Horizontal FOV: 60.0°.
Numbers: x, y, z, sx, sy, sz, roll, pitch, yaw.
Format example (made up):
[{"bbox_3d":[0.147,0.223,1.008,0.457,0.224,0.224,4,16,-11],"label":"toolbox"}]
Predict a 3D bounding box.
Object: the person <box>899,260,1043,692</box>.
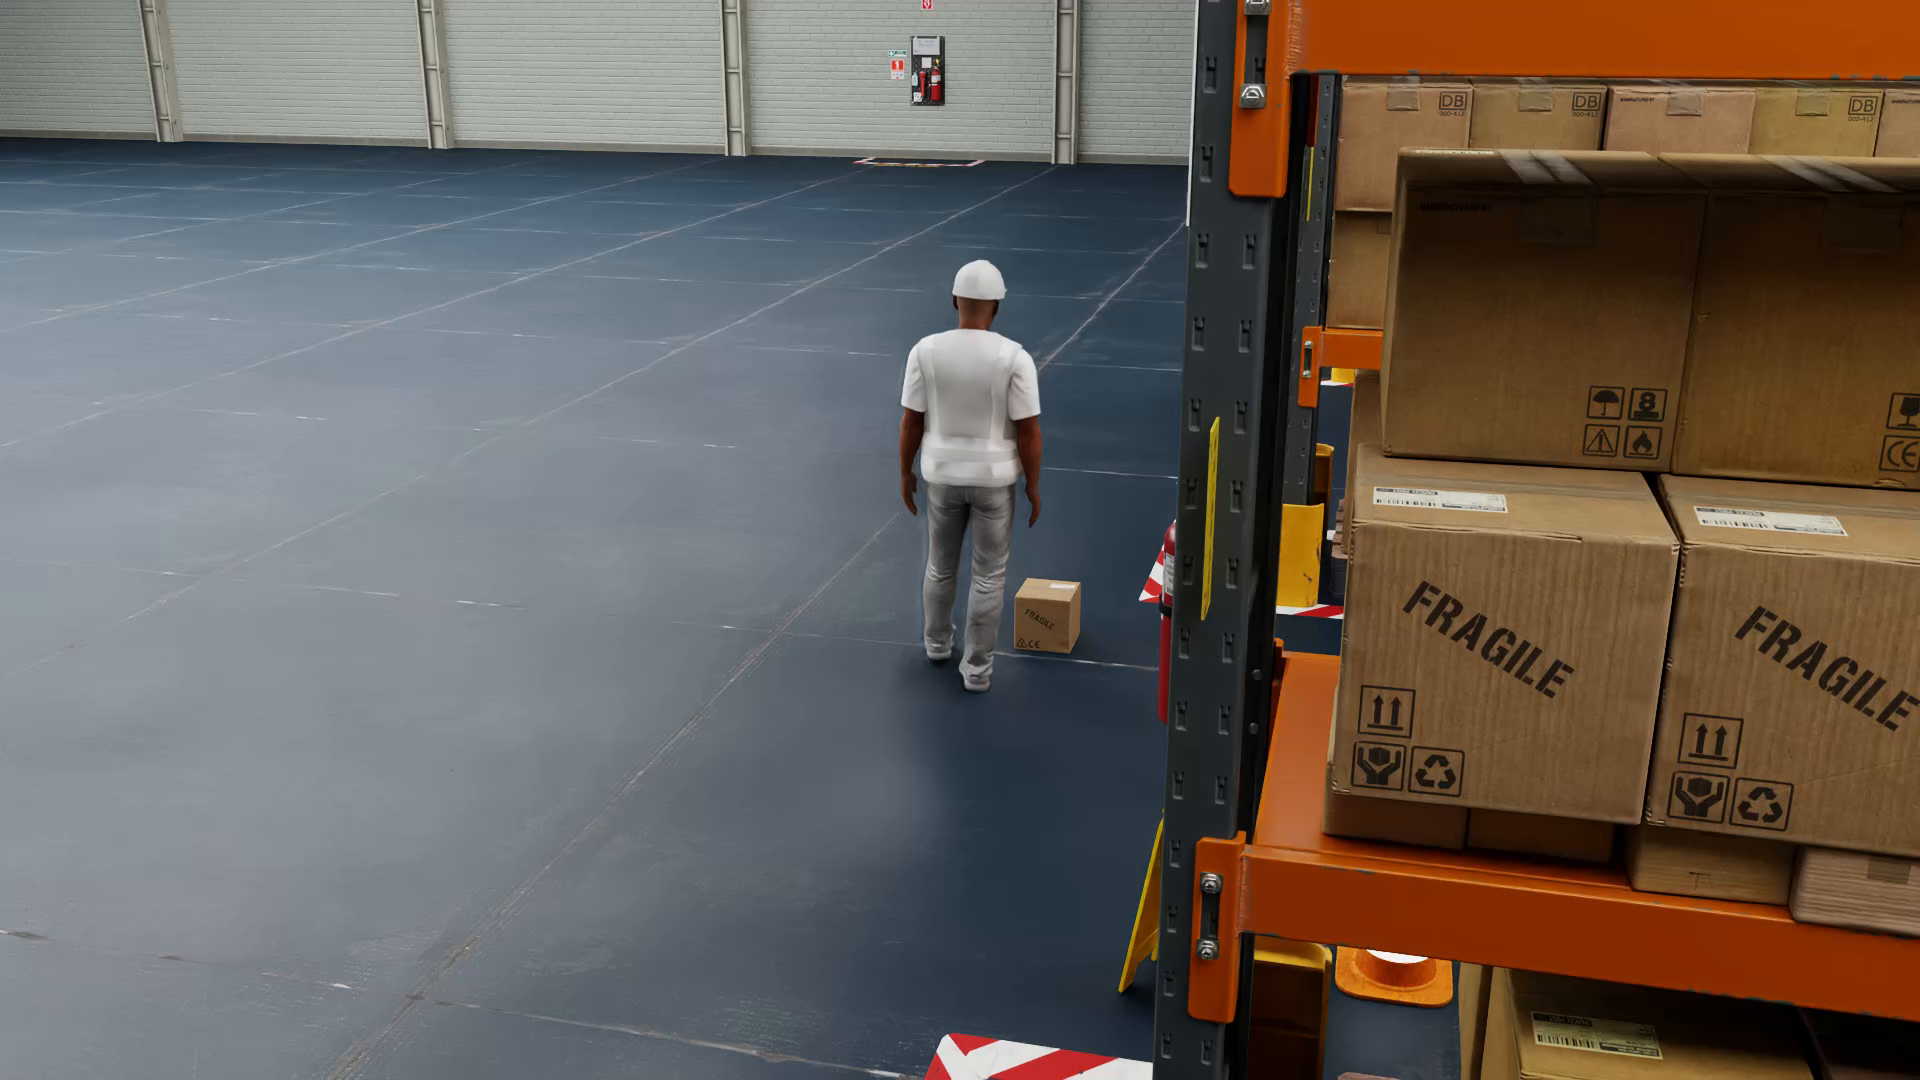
[{"bbox_3d":[0.080,-0.288,6.876,0.596,1.768,0.585,5,19,14],"label":"person"}]
